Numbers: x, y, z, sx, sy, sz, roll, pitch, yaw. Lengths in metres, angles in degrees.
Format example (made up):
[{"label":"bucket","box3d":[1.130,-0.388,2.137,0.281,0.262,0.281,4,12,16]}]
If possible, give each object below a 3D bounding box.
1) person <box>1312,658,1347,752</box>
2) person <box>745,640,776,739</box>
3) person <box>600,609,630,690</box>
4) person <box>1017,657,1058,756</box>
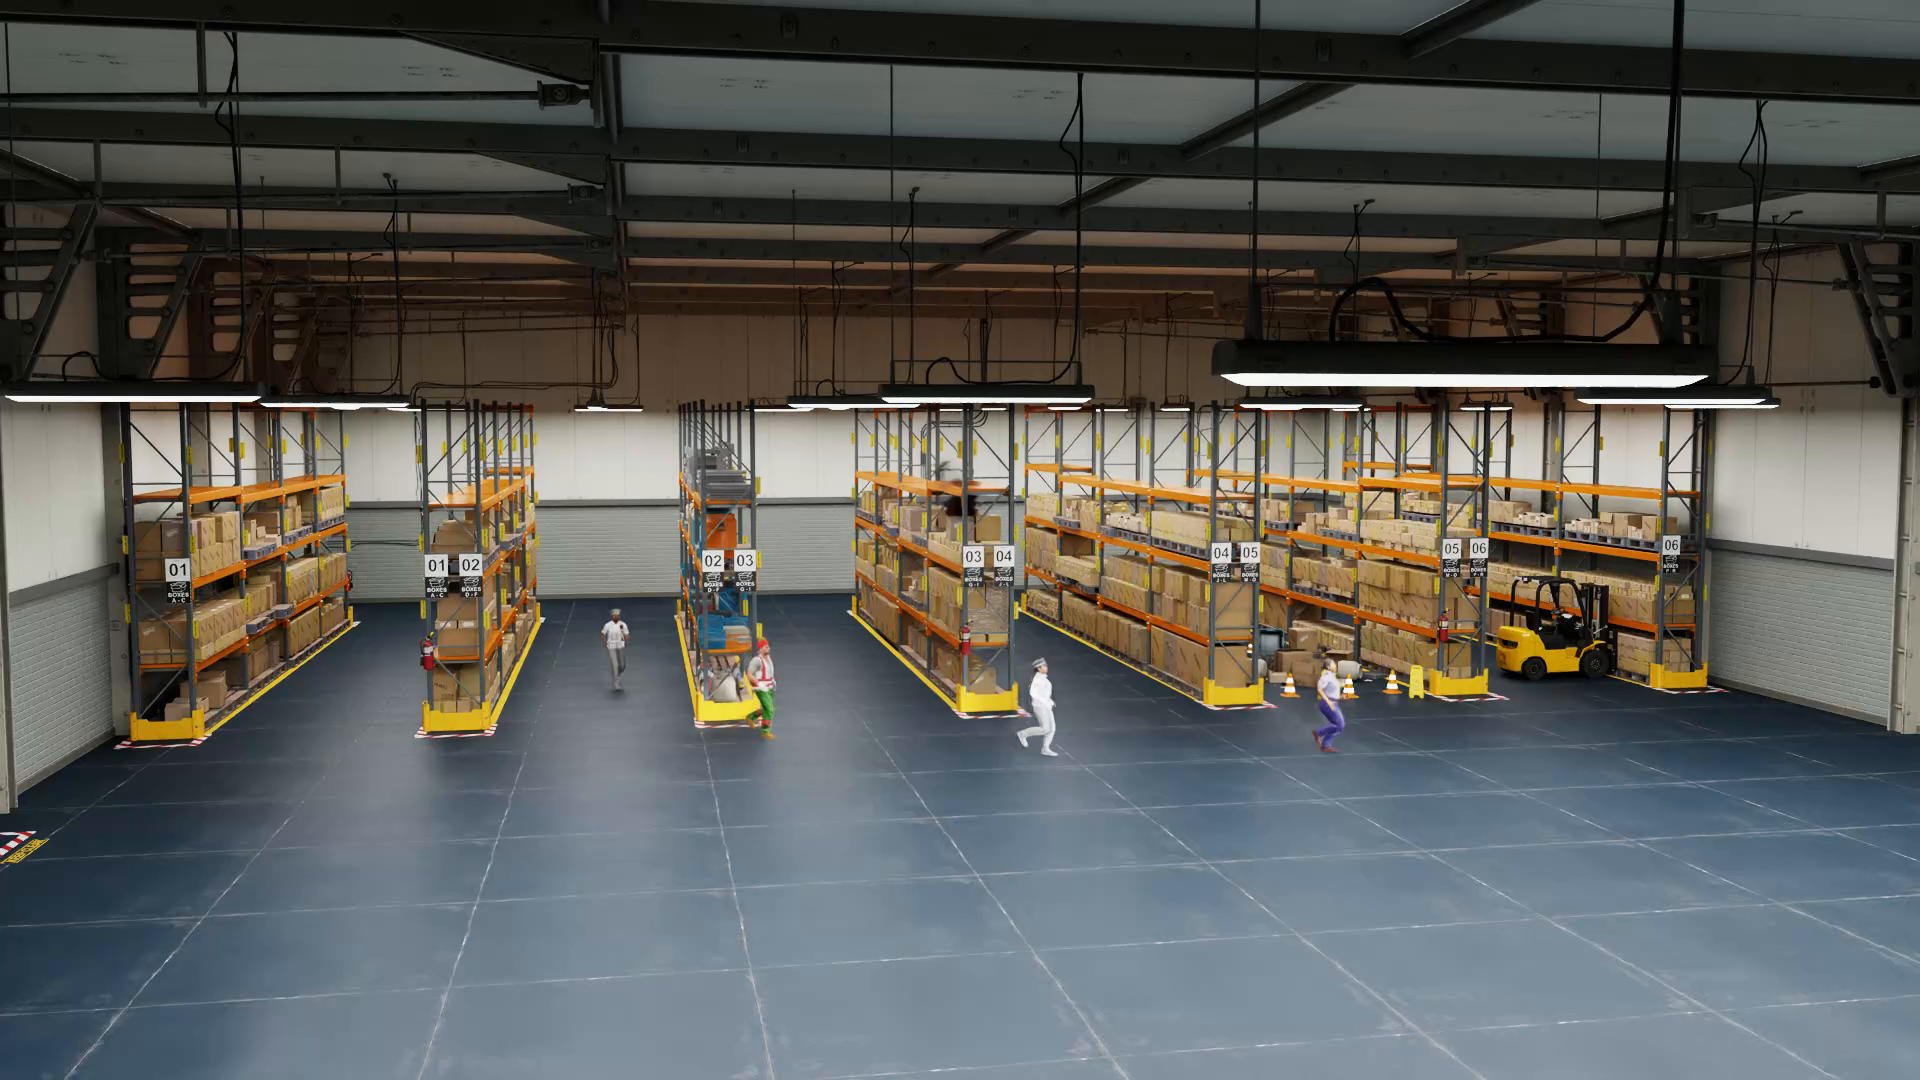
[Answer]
[{"label":"person","box3d":[6.270,2.809,28.186,0.549,1.591,0.608,1,5,18]},{"label":"person","box3d":[-3.550,2.632,29.508,0.673,1.750,0.692,2,5,24]},{"label":"person","box3d":[-7.195,2.261,34.775,0.588,1.669,0.793,-2,5,-21]},{"label":"person","box3d":[1.318,2.795,27.946,0.680,1.669,0.623,1,4,16]}]
